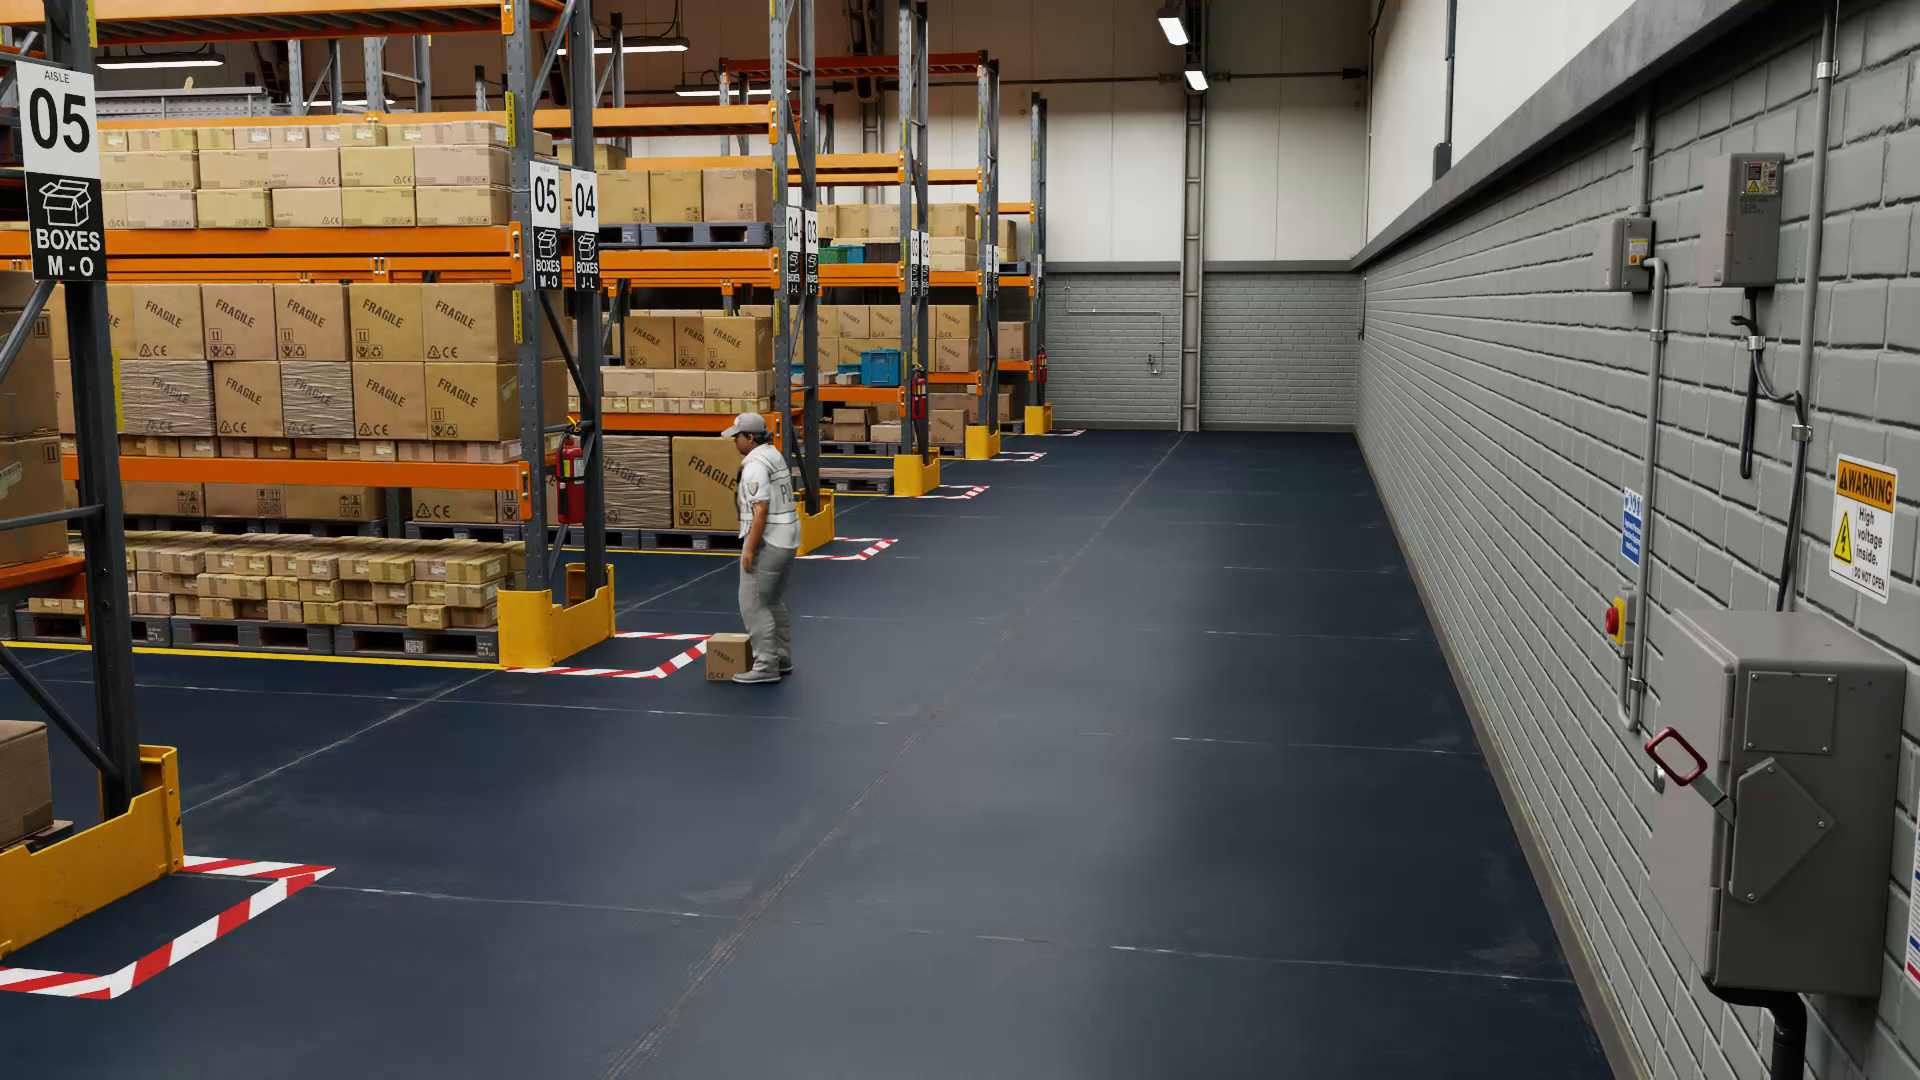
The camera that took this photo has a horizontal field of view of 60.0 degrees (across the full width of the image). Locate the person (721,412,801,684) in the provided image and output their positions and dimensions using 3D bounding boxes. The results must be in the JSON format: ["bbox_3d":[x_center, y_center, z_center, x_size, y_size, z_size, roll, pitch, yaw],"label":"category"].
[{"bbox_3d":[-1.232,0.039,10.294,0.451,1.667,0.564,1,8,8],"label":"person"}]
